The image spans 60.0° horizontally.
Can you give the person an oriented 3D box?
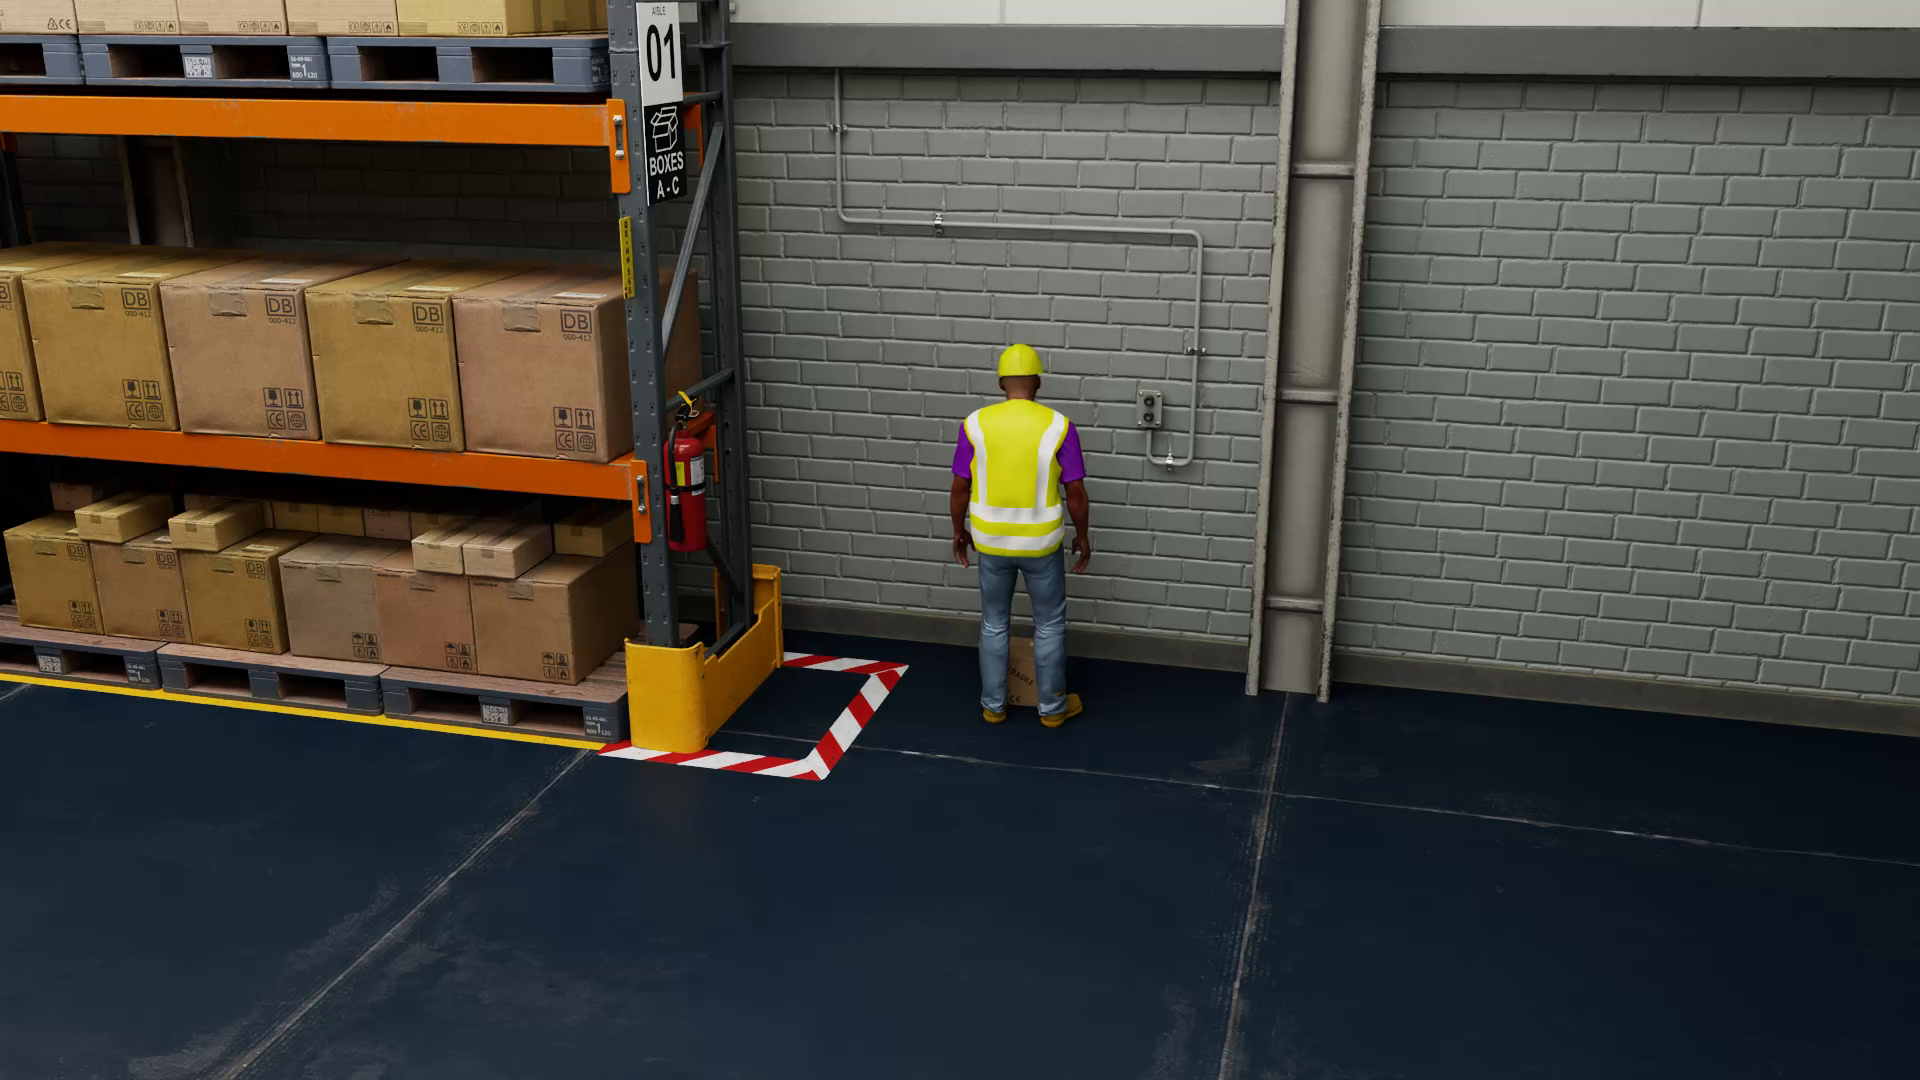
[{"bbox_3d":[0.277,-0.014,7.570,0.637,1.761,0.460,4,19,12],"label":"person"}]
